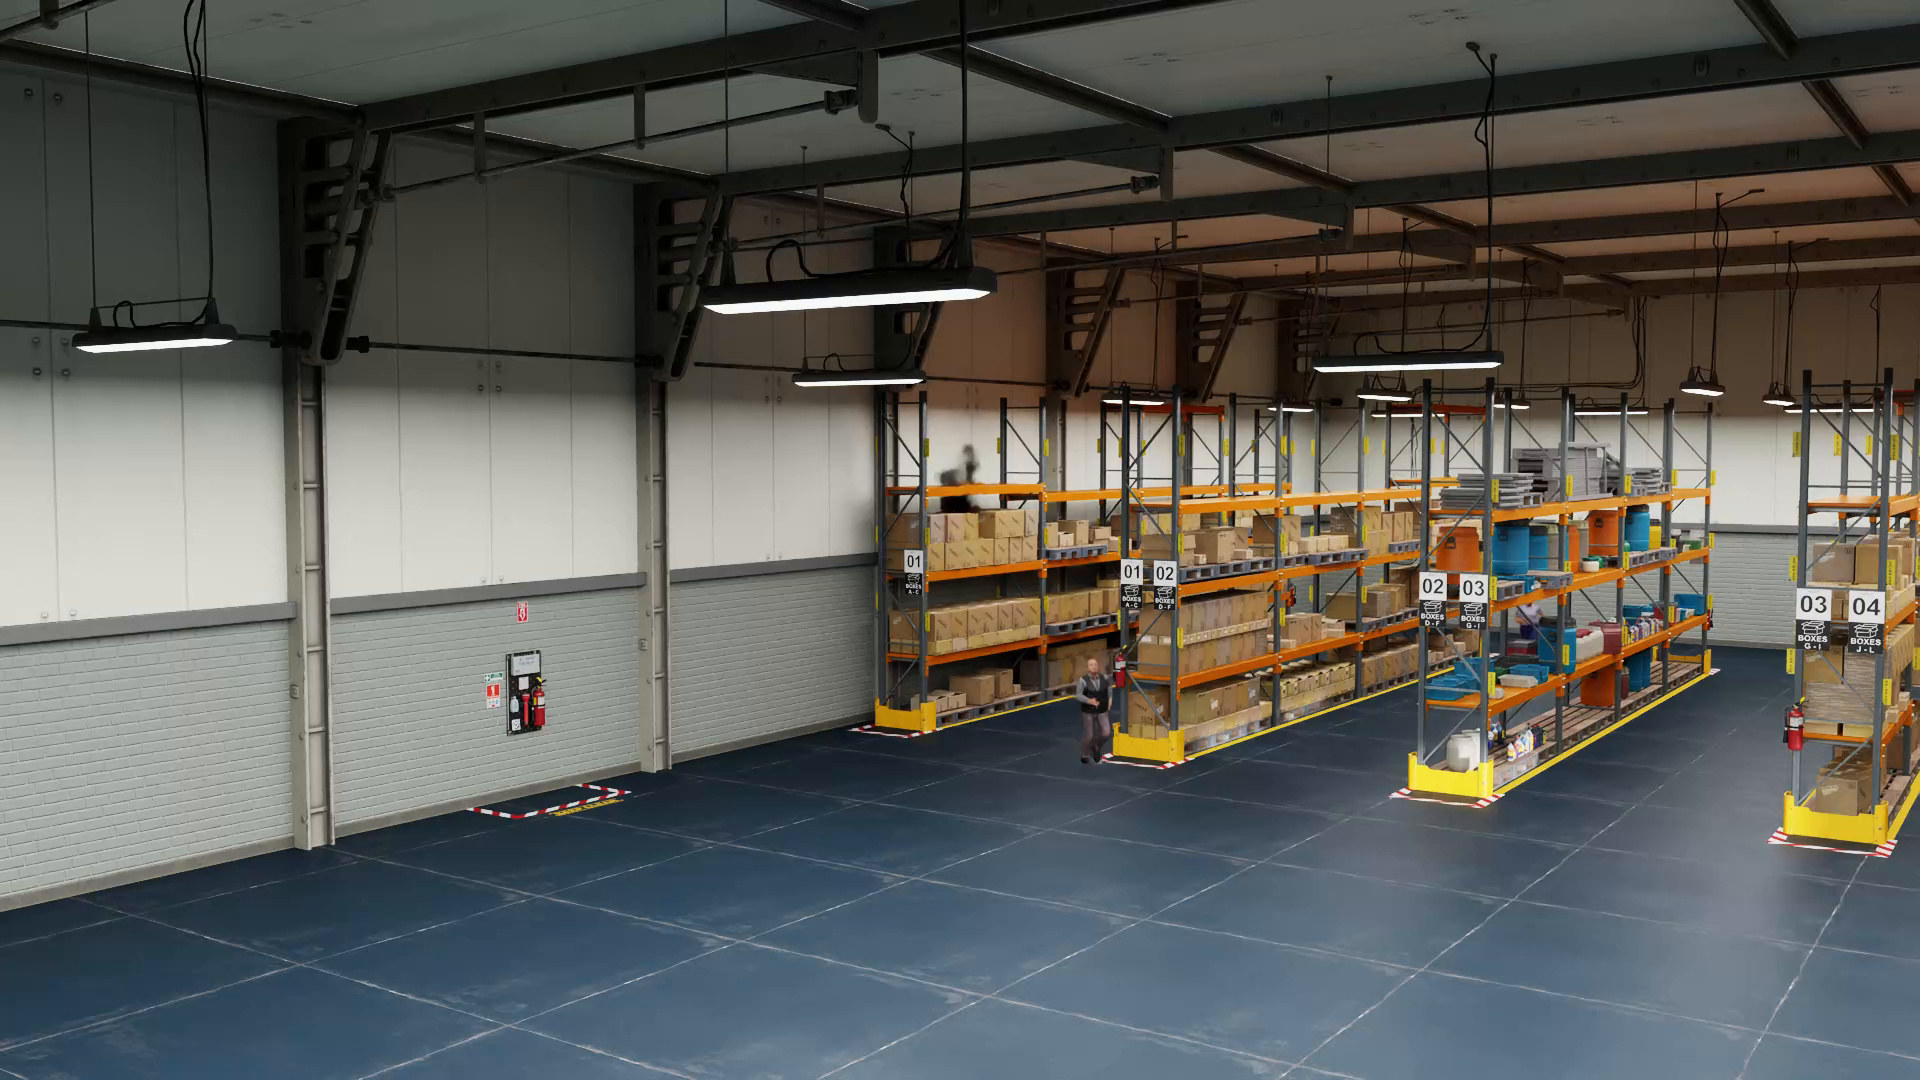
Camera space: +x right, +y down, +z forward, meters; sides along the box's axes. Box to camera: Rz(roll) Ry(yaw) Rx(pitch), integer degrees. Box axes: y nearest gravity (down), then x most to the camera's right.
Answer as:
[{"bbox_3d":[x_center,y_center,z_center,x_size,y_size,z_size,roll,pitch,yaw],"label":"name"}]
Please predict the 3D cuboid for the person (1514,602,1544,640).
[{"bbox_3d":[12.960,2.080,37.900,0.618,1.652,0.943,1,3,22],"label":"person"}]

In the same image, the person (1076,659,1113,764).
[{"bbox_3d":[2.105,2.675,25.789,0.675,1.671,0.775,-1,3,-13],"label":"person"}]
